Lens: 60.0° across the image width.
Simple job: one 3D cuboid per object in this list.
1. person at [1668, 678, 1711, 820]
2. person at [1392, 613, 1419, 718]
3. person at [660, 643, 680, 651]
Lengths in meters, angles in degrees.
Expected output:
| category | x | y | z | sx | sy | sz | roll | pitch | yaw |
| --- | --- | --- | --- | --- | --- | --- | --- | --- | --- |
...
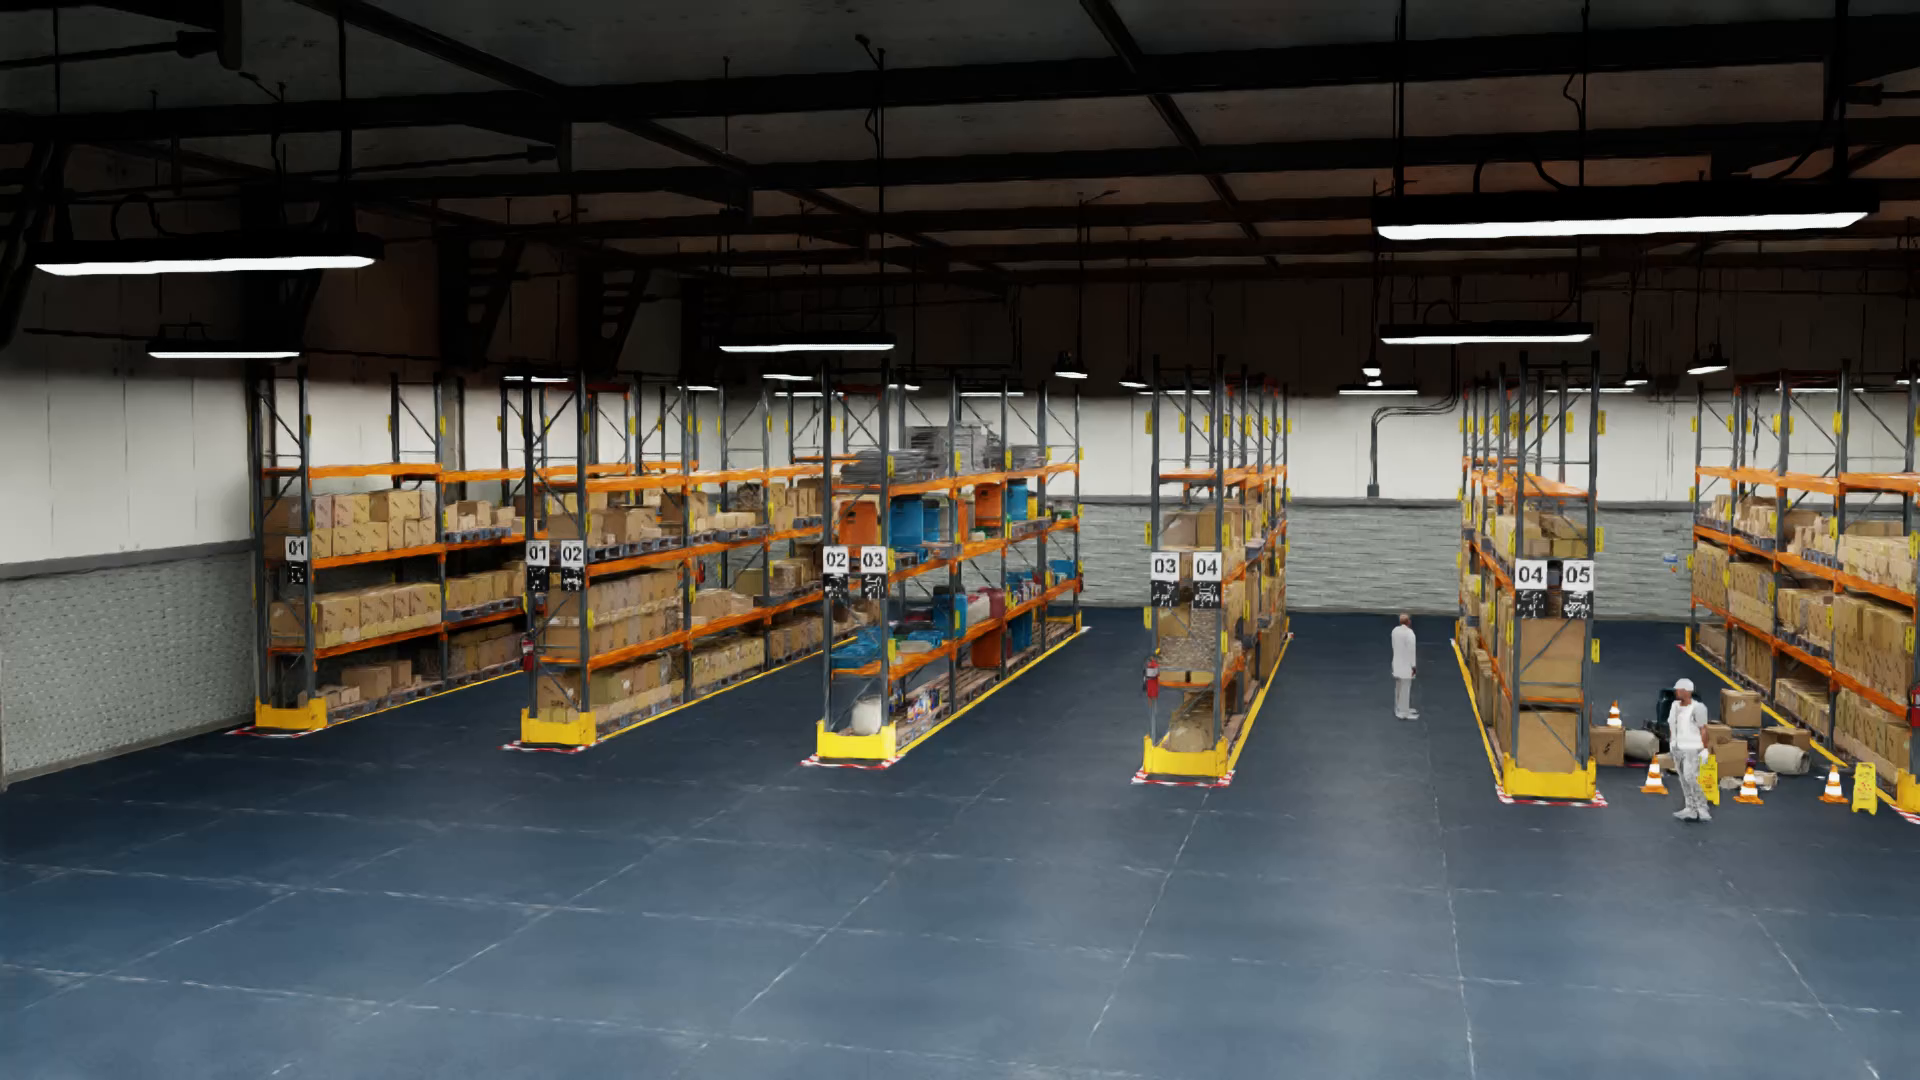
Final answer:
| category | x | y | z | sx | sy | sz | roll | pitch | yaw |
| --- | --- | --- | --- | --- | --- | --- | --- | --- | --- |
| person | 9.262 | 2.647 | 21.109 | 0.398 | 1.780 | 0.651 | -1 | 4 | -18 |
| person | 7.652 | 2.132 | 28.481 | 0.504 | 1.788 | 0.640 | -1 | 4 | -17 |
| person | -6.010 | 1.855 | 34.511 | 0.415 | 1.508 | 1.042 | 1 | 4 | 12 |
